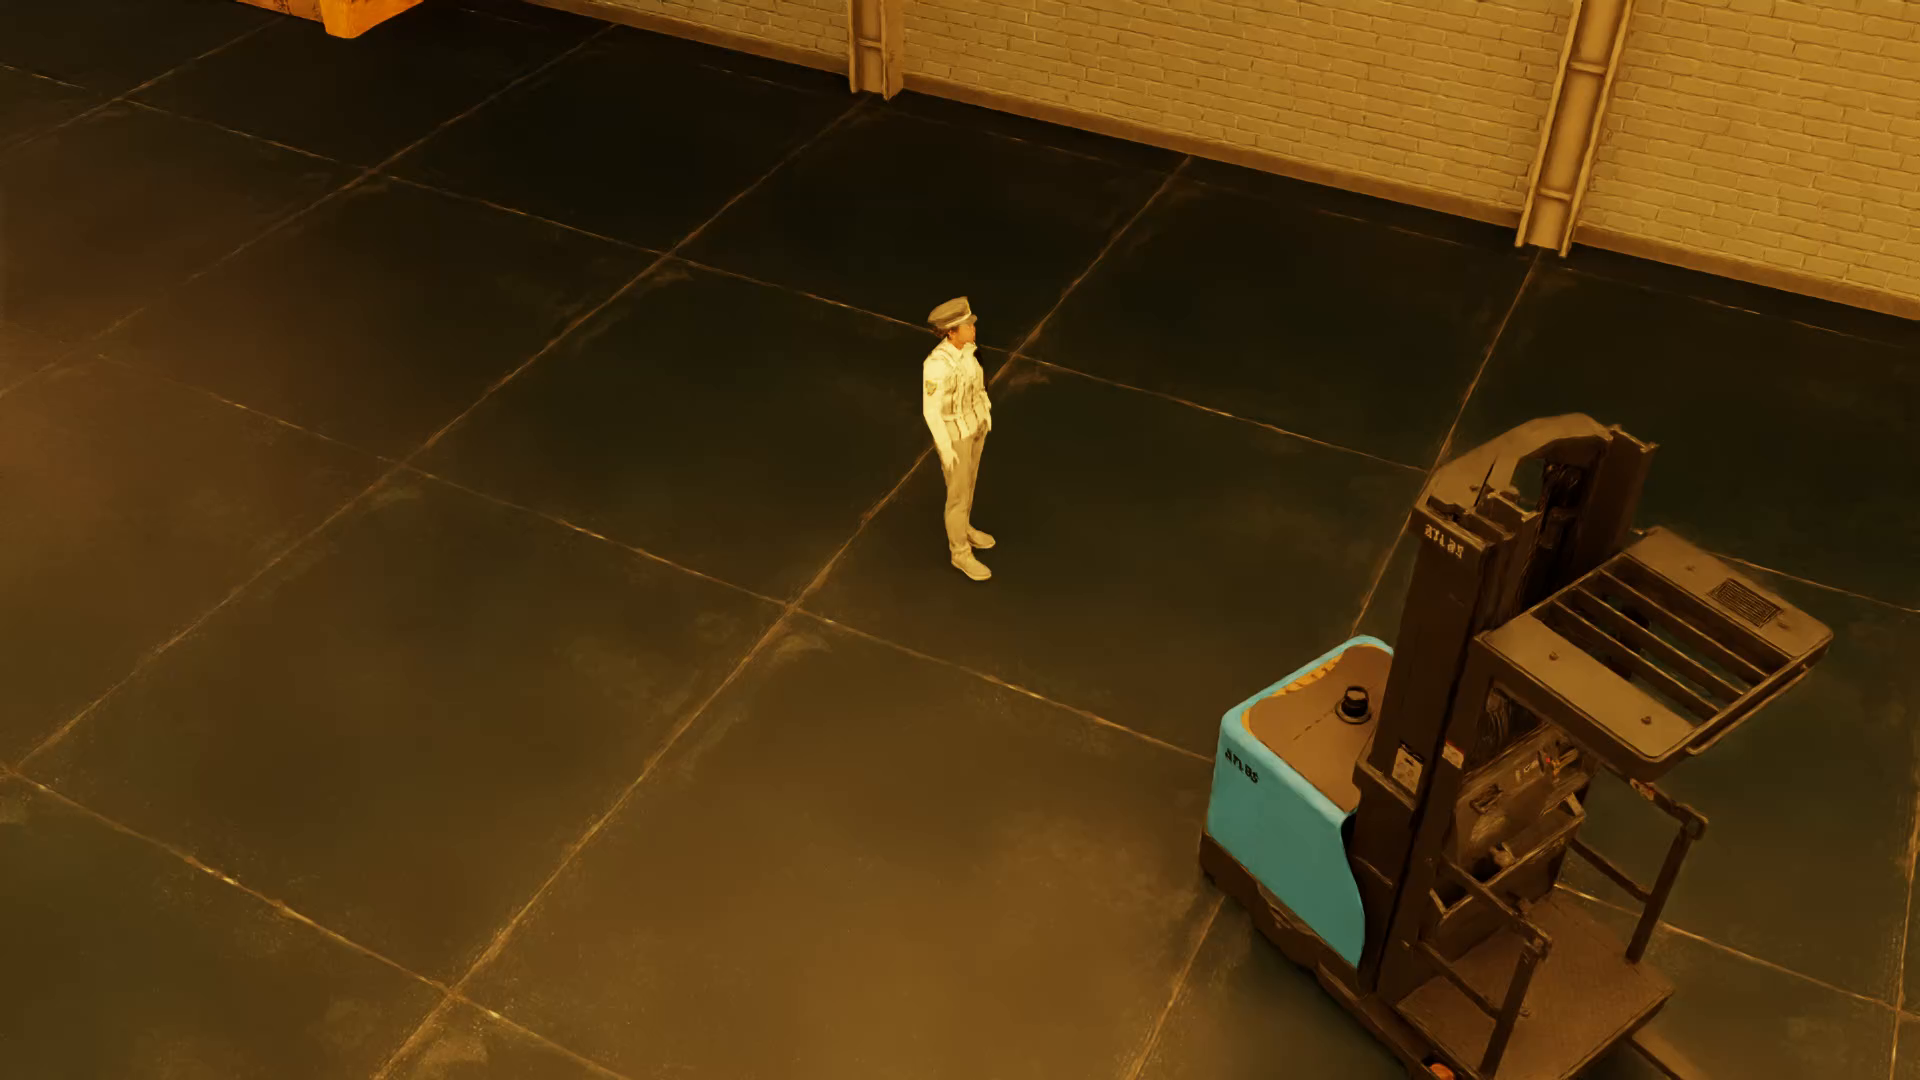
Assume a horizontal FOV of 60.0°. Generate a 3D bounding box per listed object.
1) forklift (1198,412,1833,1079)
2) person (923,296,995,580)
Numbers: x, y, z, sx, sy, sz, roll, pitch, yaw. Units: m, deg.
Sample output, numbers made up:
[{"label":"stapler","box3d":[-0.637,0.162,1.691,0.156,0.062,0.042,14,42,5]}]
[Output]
[{"label":"forklift","box3d":[2.464,1.086,6.697,1.130,2.935,3.031,-25,46,-27]},{"label":"person","box3d":[0.057,-0.630,9.682,0.532,1.695,0.586,18,43,21]}]
